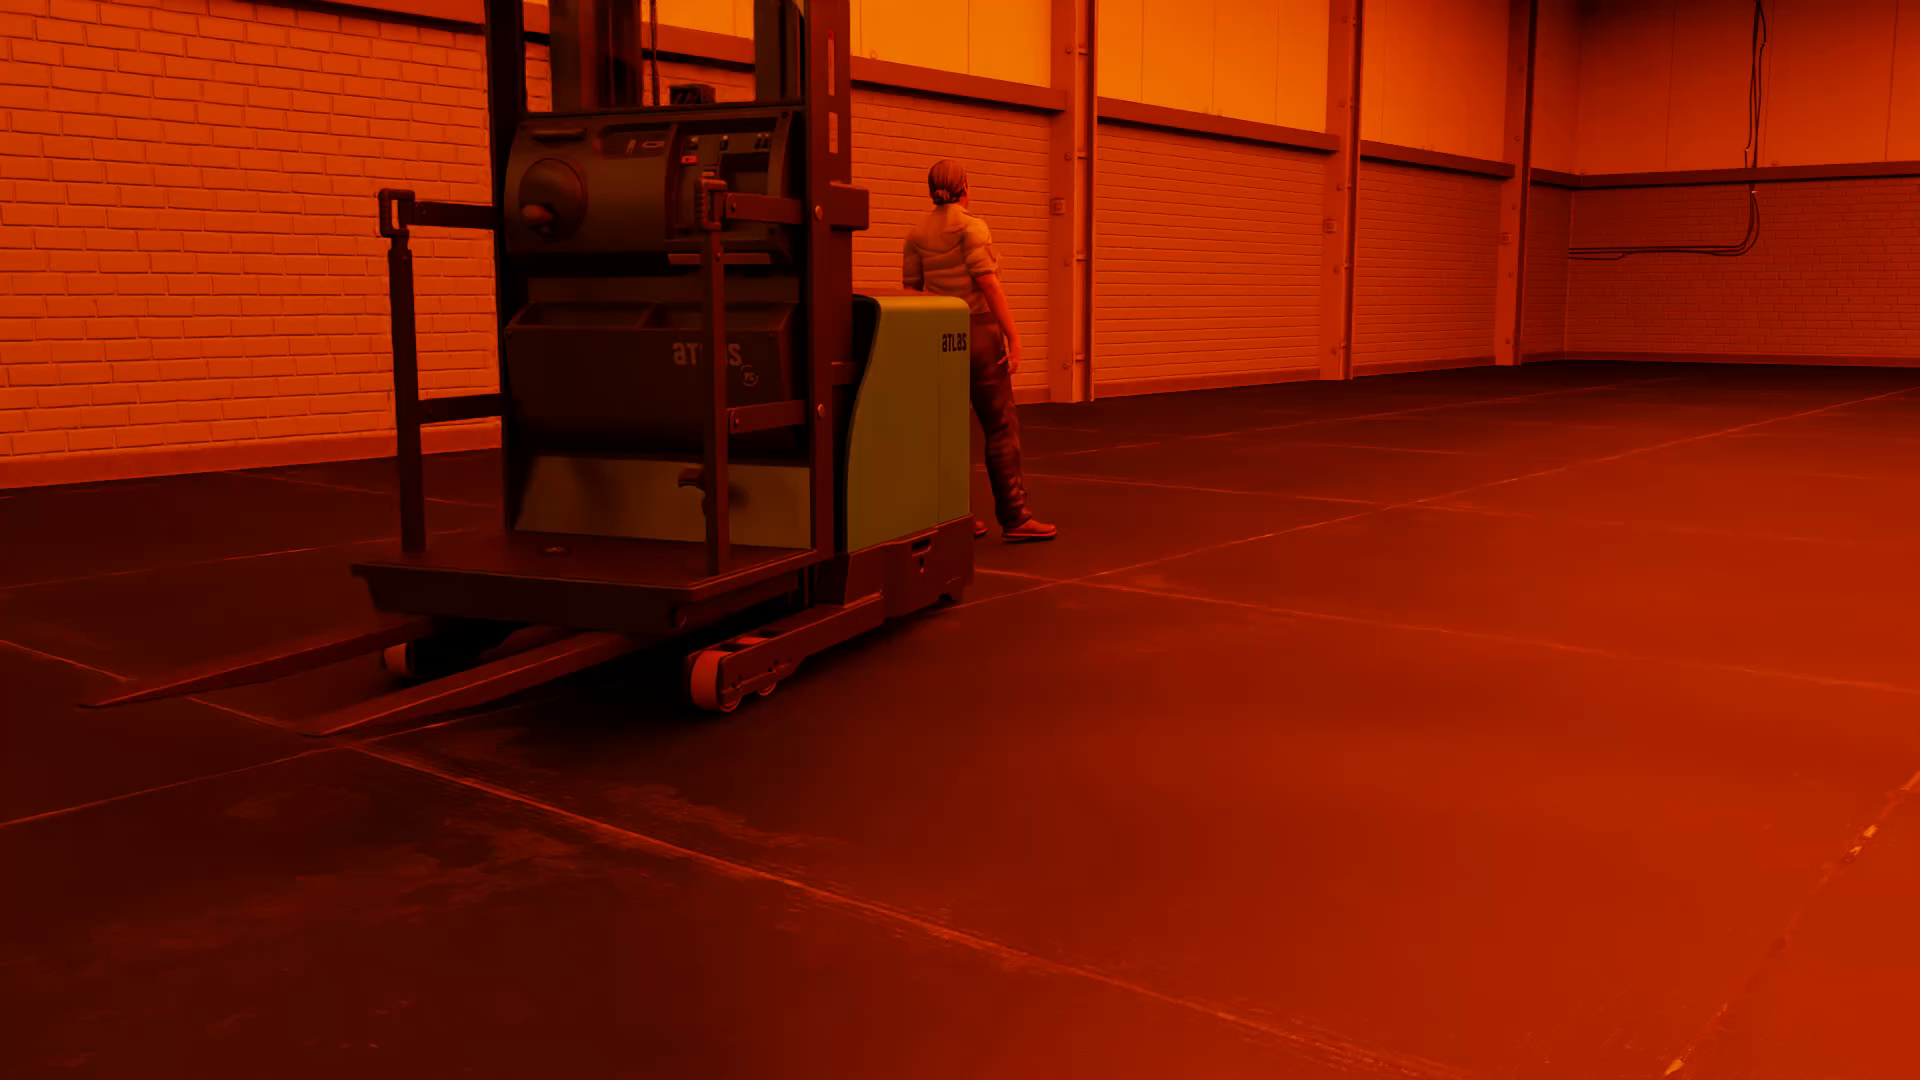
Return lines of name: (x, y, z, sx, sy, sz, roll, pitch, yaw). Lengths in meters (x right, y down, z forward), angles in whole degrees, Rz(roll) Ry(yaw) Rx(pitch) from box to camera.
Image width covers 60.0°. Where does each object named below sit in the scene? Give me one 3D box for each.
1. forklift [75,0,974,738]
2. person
forklift: (-0.983, -1.069, 4.587, 1.130, 2.935, 3.031, 3, 9, 22)
person: (0.073, -0.831, 7.339, 0.599, 1.650, 0.503, 7, 11, 38)
